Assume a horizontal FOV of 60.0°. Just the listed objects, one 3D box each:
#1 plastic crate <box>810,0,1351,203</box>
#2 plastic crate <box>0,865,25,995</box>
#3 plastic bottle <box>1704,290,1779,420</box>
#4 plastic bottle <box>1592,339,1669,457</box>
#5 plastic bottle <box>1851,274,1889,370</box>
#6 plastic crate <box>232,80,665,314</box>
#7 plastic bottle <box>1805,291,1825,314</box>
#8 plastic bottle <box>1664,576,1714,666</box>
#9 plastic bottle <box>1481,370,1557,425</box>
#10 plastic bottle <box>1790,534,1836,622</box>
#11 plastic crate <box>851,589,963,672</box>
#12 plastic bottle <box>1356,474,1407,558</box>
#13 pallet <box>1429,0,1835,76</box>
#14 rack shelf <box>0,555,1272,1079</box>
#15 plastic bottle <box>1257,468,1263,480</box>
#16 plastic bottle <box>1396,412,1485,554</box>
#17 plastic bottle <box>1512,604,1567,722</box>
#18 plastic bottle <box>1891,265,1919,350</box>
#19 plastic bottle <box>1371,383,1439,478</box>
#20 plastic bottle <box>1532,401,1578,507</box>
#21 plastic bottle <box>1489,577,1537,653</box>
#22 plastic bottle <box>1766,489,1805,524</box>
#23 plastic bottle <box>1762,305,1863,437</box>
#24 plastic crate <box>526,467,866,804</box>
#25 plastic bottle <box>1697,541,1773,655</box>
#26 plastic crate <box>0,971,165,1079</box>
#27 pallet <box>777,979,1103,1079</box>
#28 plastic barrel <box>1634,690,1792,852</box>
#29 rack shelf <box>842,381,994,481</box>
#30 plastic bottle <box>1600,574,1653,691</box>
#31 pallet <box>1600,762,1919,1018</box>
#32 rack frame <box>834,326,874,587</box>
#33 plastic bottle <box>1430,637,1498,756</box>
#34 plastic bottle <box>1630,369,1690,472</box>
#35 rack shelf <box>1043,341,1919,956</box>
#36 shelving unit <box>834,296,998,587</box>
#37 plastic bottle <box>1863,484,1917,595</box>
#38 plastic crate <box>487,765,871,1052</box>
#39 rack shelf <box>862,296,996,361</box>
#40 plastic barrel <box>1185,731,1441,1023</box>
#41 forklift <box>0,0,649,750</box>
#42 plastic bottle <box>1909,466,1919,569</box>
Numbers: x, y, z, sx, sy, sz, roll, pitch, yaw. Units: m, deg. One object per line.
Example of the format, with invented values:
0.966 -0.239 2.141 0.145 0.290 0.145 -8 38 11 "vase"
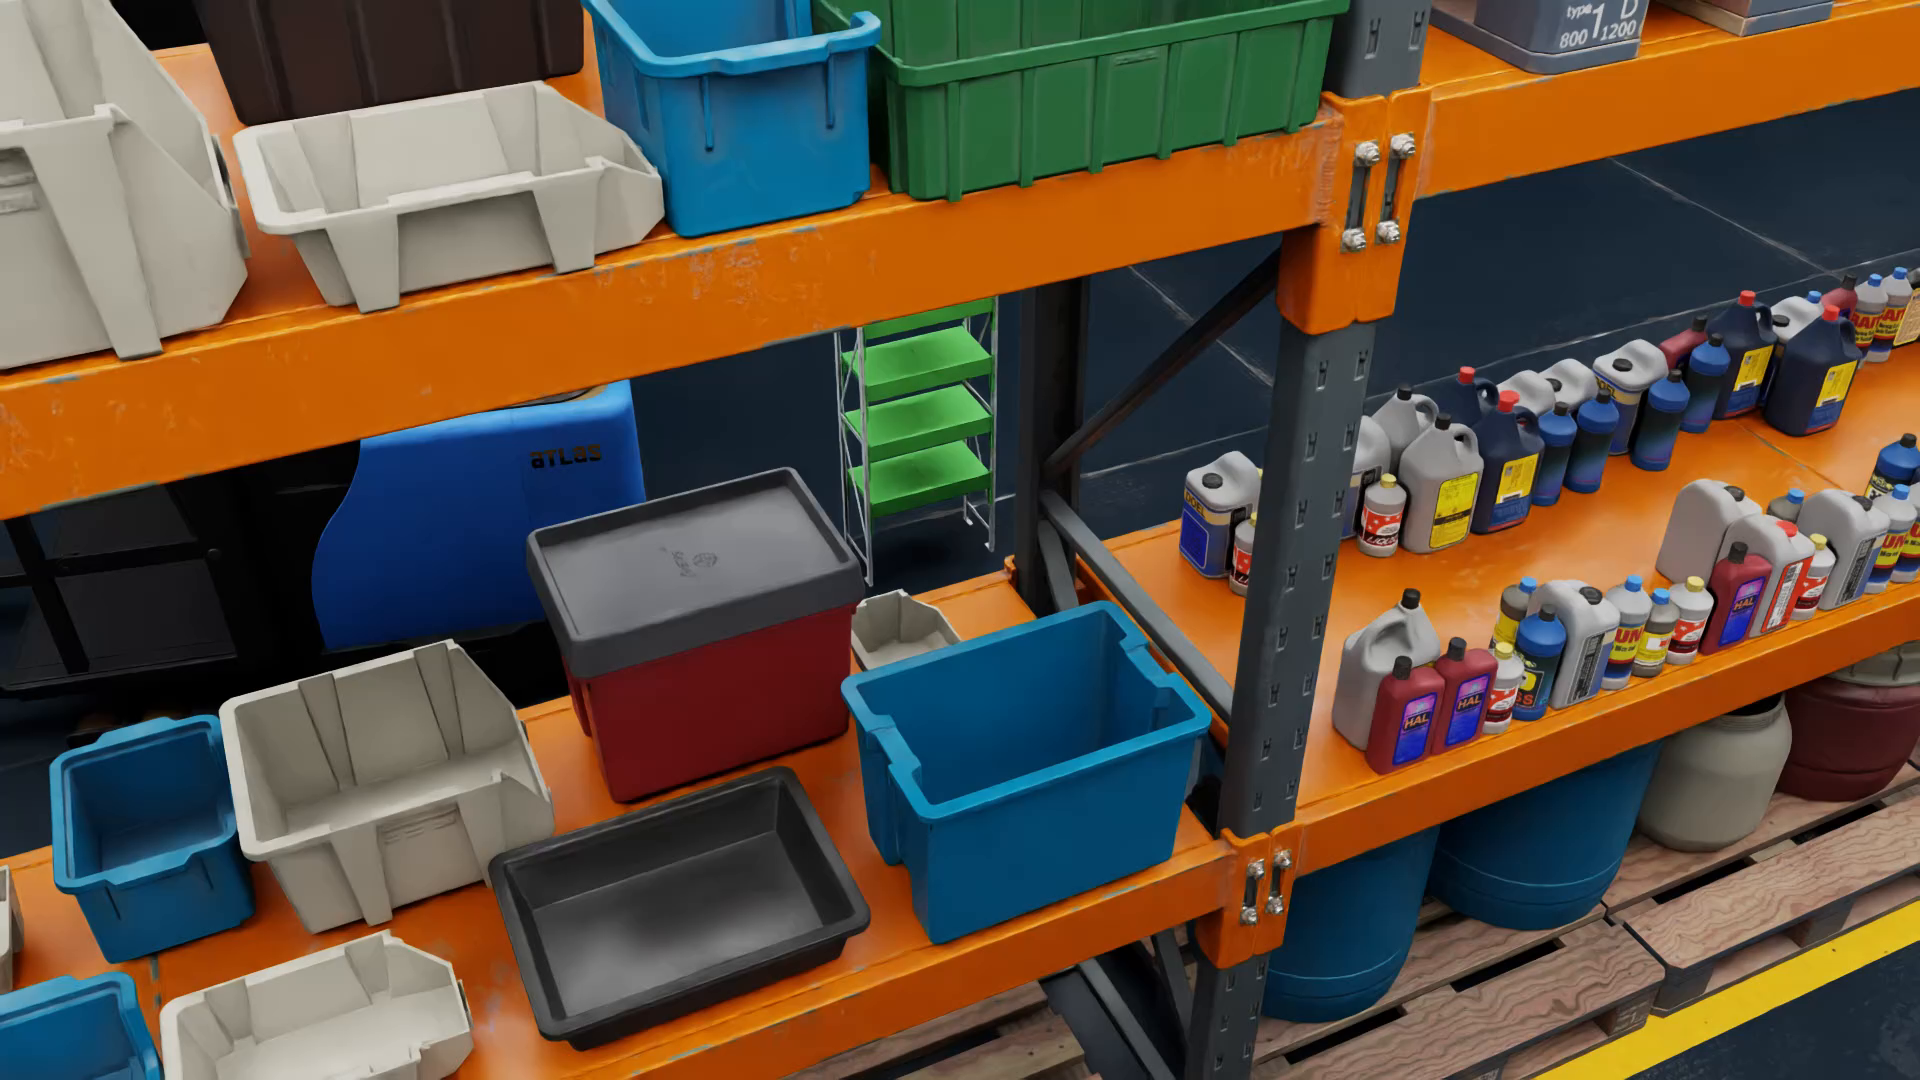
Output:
0.138 -0.691 2.324 0.662 0.188 0.450 -16 39 -20 "plastic crate"
-1.796 0.714 2.940 0.250 0.136 0.298 -16 39 -20 "plastic crate"
2.083 -0.510 4.461 0.185 0.351 0.144 -16 39 -20 "plastic bottle"
1.731 -0.379 4.347 0.135 0.276 0.152 -16 39 -20 "plastic bottle"
2.532 -0.619 4.675 0.097 0.271 0.097 0 37 0 "plastic bottle"
-0.597 -0.414 1.993 0.466 0.136 0.293 -16 39 -20 "plastic crate"
2.323 -0.561 4.596 0.097 0.271 0.097 0 37 0 "plastic bottle"
1.598 0.170 3.670 0.097 0.201 0.097 0 37 0 "plastic bottle"
1.400 -0.286 4.222 0.135 0.276 0.152 -16 39 -20 "plastic bottle"
1.929 0.077 3.795 0.097 0.201 0.097 0 37 0 "plastic bottle"
-0.089 0.281 3.525 0.243 0.136 0.396 -16 39 -20 "plastic crate"
1.013 -0.066 3.988 0.097 0.201 0.097 0 37 0 "plastic bottle"
1.061 -1.222 3.020 1.003 0.211 1.213 -16 39 -20 "pallet"
-1.417 0.953 3.051 4.000 0.370 1.077 -16 39 -20 "rack shelf"
0.706 -0.080 4.007 0.097 0.201 0.097 0 37 0 "plastic bottle"
1.147 -0.153 3.980 0.185 0.351 0.144 -16 39 -20 "plastic bottle"
1.212 0.250 3.504 0.097 0.271 0.097 0 37 0 "plastic bottle"
2.717 -0.687 4.757 0.133 0.283 0.061 -16 39 -20 "plastic bottle"
1.086 -0.231 4.085 0.185 0.351 0.144 -16 39 -20 "plastic bottle"
1.470 -0.222 4.139 0.097 0.271 0.097 0 37 0 "plastic bottle"
1.235 0.171 3.668 0.097 0.201 0.097 0 37 0 "plastic bottle"
1.952 -0.029 3.938 0.097 0.201 0.097 0 37 0 "plastic bottle"
2.270 -0.462 4.396 0.185 0.351 0.144 -16 39 -20 "plastic bottle"
-0.522 0.199 3.360 0.583 0.464 0.402 -16 39 -20 "plastic crate"
1.710 0.117 3.672 0.133 0.283 0.061 -16 39 -20 "plastic bottle"
-1.401 0.920 2.582 0.300 0.233 0.416 -16 39 -20 "plastic crate"
-0.256 1.485 4.070 1.213 0.211 1.003 -16 39 -20 "pallet"
2.083 0.586 4.678 0.421 0.512 0.421 0 37 0 "plastic barrel"
-0.150 -0.389 5.874 0.480 0.148 0.258 -16 39 -20 "rack shelf"
1.422 0.191 3.583 0.097 0.271 0.097 0 37 0 "plastic bottle"
2.215 0.794 5.002 1.213 0.211 1.003 -16 39 -20 "pallet"
-0.371 -0.378 5.753 0.015 1.200 0.240 -16 39 -20 "rack frame"
1.027 0.308 3.414 0.133 0.283 0.061 -16 39 -20 "plastic bottle"
1.801 -0.315 4.264 0.097 0.271 0.097 0 37 0 "plastic bottle"
2.204 -0.059 4.416 4.000 0.370 1.077 -16 39 -20 "rack shelf"
-0.150 -0.440 5.836 0.503 1.200 0.258 -16 39 -20 "shelving unit"
2.139 -0.010 3.853 0.097 0.271 0.097 0 37 0 "plastic bottle"
-0.506 0.673 3.006 0.590 0.125 0.437 -16 39 -20 "plastic crate"
-0.150 -0.774 5.588 0.480 0.148 0.258 -16 39 -20 "rack shelf"
0.893 0.704 4.192 0.708 0.901 0.600 -16 39 -20 "plastic barrel"
-2.563 -0.813 4.885 3.031 2.935 1.130 -8 37 -11 "forklift"
2.345 -0.114 3.928 0.185 0.351 0.144 -16 39 -20 "plastic bottle"
